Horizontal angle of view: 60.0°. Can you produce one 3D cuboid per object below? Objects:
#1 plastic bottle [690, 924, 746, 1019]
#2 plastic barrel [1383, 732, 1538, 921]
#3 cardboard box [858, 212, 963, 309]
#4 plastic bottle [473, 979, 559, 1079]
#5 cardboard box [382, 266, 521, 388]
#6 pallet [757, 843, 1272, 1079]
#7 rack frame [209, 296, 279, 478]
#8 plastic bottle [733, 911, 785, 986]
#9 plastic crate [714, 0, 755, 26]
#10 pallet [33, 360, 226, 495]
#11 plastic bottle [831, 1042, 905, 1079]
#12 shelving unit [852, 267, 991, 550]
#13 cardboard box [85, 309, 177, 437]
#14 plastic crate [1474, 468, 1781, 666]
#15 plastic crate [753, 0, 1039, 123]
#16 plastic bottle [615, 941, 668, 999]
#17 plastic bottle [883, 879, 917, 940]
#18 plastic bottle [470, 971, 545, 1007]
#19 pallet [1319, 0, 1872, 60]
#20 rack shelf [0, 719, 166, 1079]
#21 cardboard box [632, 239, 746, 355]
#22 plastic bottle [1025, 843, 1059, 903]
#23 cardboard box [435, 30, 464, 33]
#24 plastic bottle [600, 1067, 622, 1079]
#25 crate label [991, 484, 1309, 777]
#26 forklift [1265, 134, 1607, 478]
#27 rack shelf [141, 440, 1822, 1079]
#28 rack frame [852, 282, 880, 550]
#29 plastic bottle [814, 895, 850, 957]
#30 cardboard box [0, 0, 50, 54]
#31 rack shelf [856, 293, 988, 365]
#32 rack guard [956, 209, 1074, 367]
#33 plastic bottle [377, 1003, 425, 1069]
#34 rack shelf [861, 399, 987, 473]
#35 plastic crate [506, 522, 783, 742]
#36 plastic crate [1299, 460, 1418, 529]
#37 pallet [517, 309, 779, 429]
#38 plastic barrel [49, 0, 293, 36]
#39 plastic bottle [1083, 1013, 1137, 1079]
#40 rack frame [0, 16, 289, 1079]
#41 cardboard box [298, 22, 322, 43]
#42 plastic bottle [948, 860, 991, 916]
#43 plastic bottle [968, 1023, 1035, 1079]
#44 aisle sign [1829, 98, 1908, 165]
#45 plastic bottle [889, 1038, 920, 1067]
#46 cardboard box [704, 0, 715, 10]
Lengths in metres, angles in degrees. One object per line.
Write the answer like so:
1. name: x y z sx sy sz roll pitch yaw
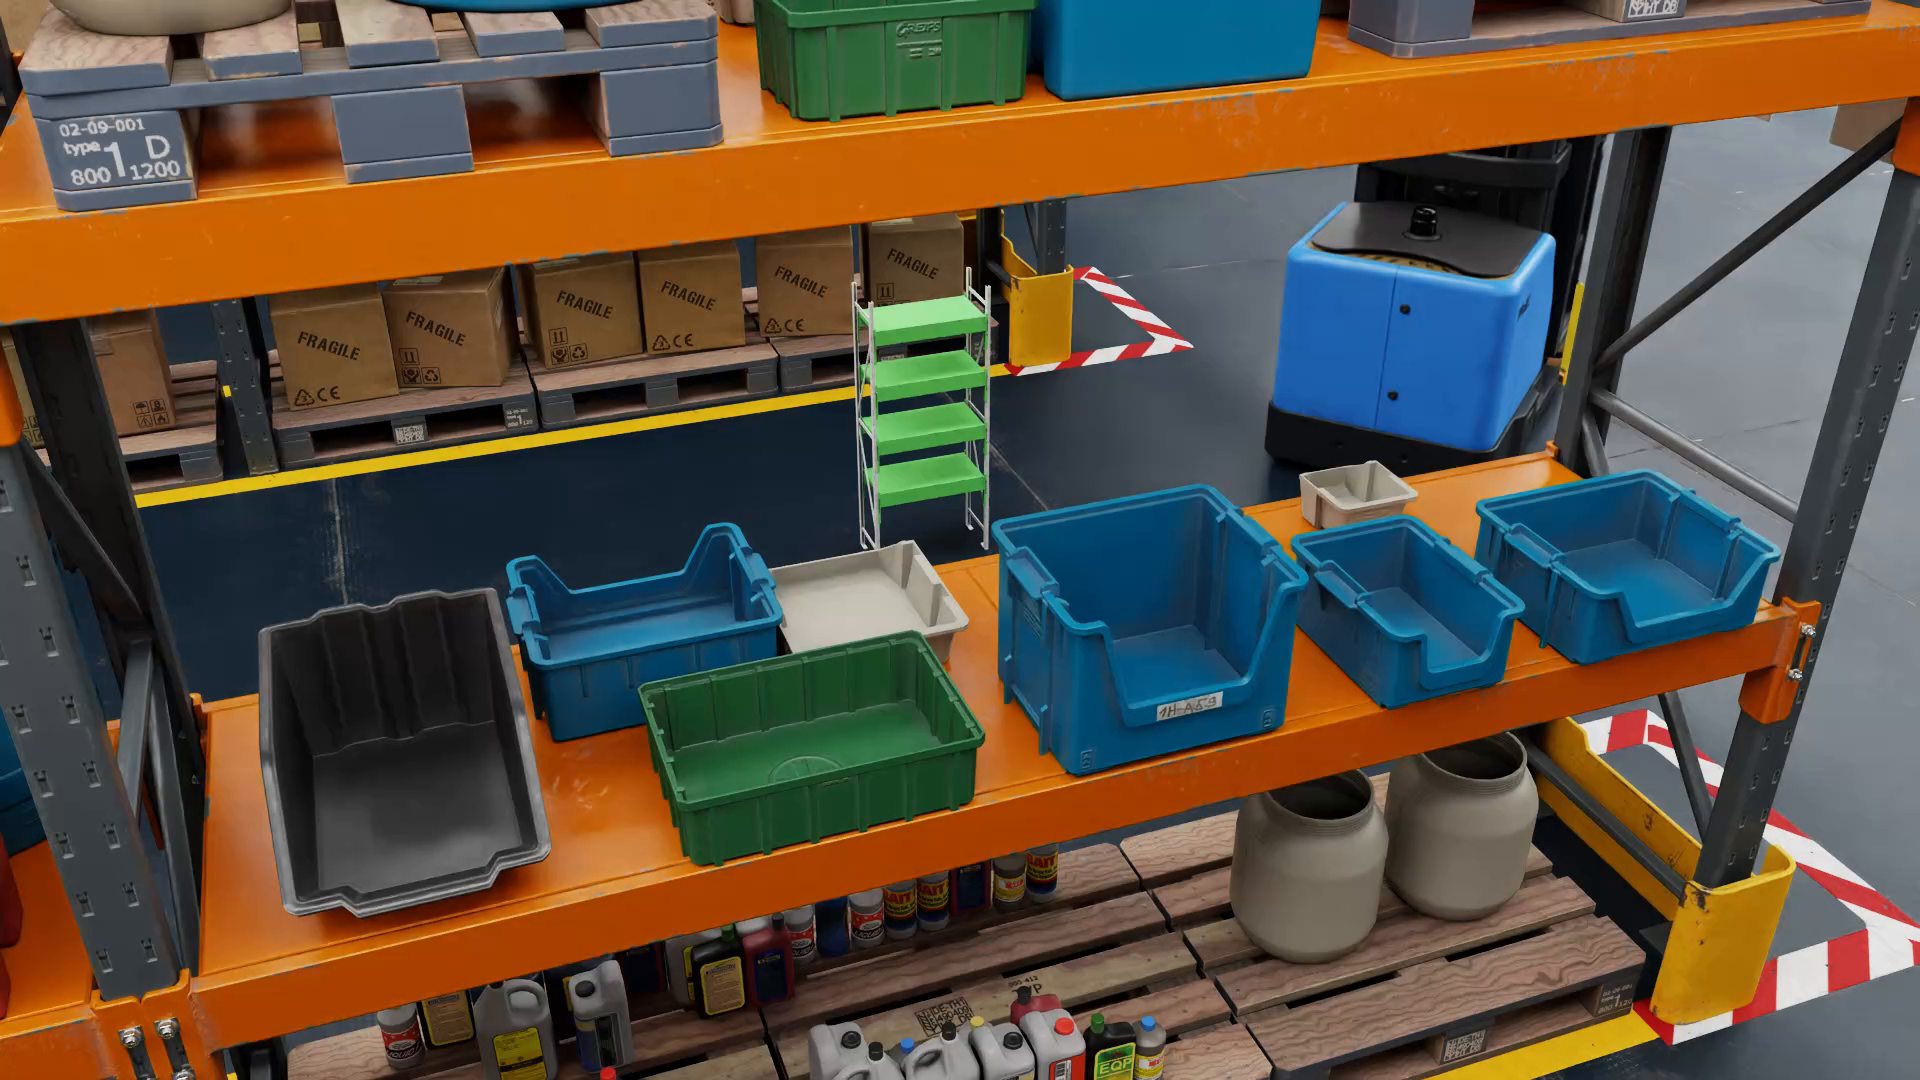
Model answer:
1. plastic bottle: -0.654 1.159 4.485 0.133 0.283 0.061 -10 31 -18
2. plastic barrel: 1.459 0.818 4.874 0.421 0.512 0.421 0 30 0
3. cardboard box: -0.269 -1.524 8.996 0.500 0.500 0.500 -5 30 -8
4. plastic bottle: -1.146 1.242 4.271 0.185 0.351 0.144 -10 31 -18
5. cardboard box: -2.504 -1.087 8.228 0.500 0.500 0.500 -1 30 -2
6. pallet: 0.090 1.363 4.644 1.213 0.211 1.003 -10 31 -18
7. rack frame: -3.427 -1.837 7.445 0.127 3.000 1.000 -10 31 -18
8. plastic bottle: -0.560 1.093 4.609 0.135 0.276 0.152 -10 31 -17
9. plastic crate: -0.336 -1.193 3.550 0.396 0.136 0.243 -10 31 -18
10. pallet: -4.156 -0.491 7.898 1.213 0.211 1.003 -10 31 -18
11. plastic bottle: -0.223 1.368 4.051 0.185 0.351 0.144 -11 31 -18
12. shelving unit: -0.155 -0.493 6.903 0.503 1.200 0.258 -10 31 -18
13. cardboard box: -4.010 -0.847 7.786 0.500 0.500 0.700 -13 32 -21
14. plastic crate: 1.684 0.060 4.265 0.616 0.251 0.499 -10 31 -18
15. plastic crate: -0.126 -0.897 2.978 0.450 0.188 0.336 -10 31 -18
16. plastic bottle: -0.879 1.124 4.546 0.133 0.283 0.061 -8 31 -14
17. plastic bottle: -0.174 1.009 4.760 0.097 0.271 0.097 0 30 0
18. plastic bottle: -1.197 1.175 4.388 0.185 0.351 0.144 -11 32 -19
19. pallet: 1.240 -1.354 3.757 1.213 0.211 1.003 -10 31 -18
20. rack shelf: -3.574 1.118 2.984 4.000 0.370 1.077 -10 31 -18
21. cardboard box: -1.411 -1.306 8.613 0.500 0.500 0.500 -8 31 -13
22. plastic bottle: 0.241 0.933 4.894 0.097 0.271 0.097 0 30 0
23. cardboard box: -2.503 -2.129 7.555 0.500 0.500 0.875 -10 31 -18
24. plastic bottle: -0.849 1.407 3.982 0.185 0.351 0.144 -10 31 -18
25. crate label: 0.419 0.198 3.837 0.616 0.435 0.502 -10 31 -18
26. forklift: 2.590 -2.151 8.065 1.130 2.935 3.031 15 33 25
27. rack shelf: 0.175 0.428 4.196 4.000 0.370 1.077 -10 31 -18
28. rack frame: -0.384 -0.451 6.829 0.015 1.200 0.240 -10 31 -18
29. plastic bottle: -0.364 1.044 4.699 0.097 0.271 0.097 0 30 0
30. cardboard box: -4.220 -2.208 7.066 1.000 1.000 1.000 -10 31 -17
31. rack shelf: -0.155 -0.854 6.697 0.480 0.148 0.258 -10 31 -18
32. rack guard: 0.251 -1.429 9.253 0.348 0.500 1.175 -10 31 -18
33. plastic bottle: -1.468 1.278 4.359 0.097 0.201 0.097 0 30 0
34. rack shelf: -0.155 -0.437 6.934 0.480 0.148 0.258 -10 31 -18
35. plastic crate: -0.757 0.208 4.005 0.616 0.251 0.499 -10 31 -18
36. plastic crate: 1.098 -0.110 4.680 0.250 0.136 0.298 -10 31 -18
37. pallet: -1.664 -0.971 8.740 1.213 0.211 1.003 -10 31 -18
38. plastic barrel: -1.228 -1.057 2.508 0.421 0.512 0.421 0 30 0
39. plastic bottle: 0.378 1.308 4.223 0.133 0.283 0.061 -10 31 -16
40. rack frame: -1.701 0.459 3.414 0.053 2.616 0.949 -10 31 -18
41. cardboard box: -2.916 -2.404 7.028 0.500 0.500 0.500 -10 31 -18
42. plastic bottle: 0.023 0.958 4.838 0.133 0.283 0.061 -10 31 -17
43. plastic bottle: 0.105 1.337 4.179 0.135 0.276 0.152 -11 32 -19
44. aisle sign: 2.220 -1.234 3.760 0.004 0.787 0.394 -10 31 -18
45. plastic bottle: -0.132 1.352 4.229 0.097 0.201 0.097 0 30 0
46. cardboard box: -1.043 -2.751 7.638 0.500 0.500 0.500 -10 31 -18
